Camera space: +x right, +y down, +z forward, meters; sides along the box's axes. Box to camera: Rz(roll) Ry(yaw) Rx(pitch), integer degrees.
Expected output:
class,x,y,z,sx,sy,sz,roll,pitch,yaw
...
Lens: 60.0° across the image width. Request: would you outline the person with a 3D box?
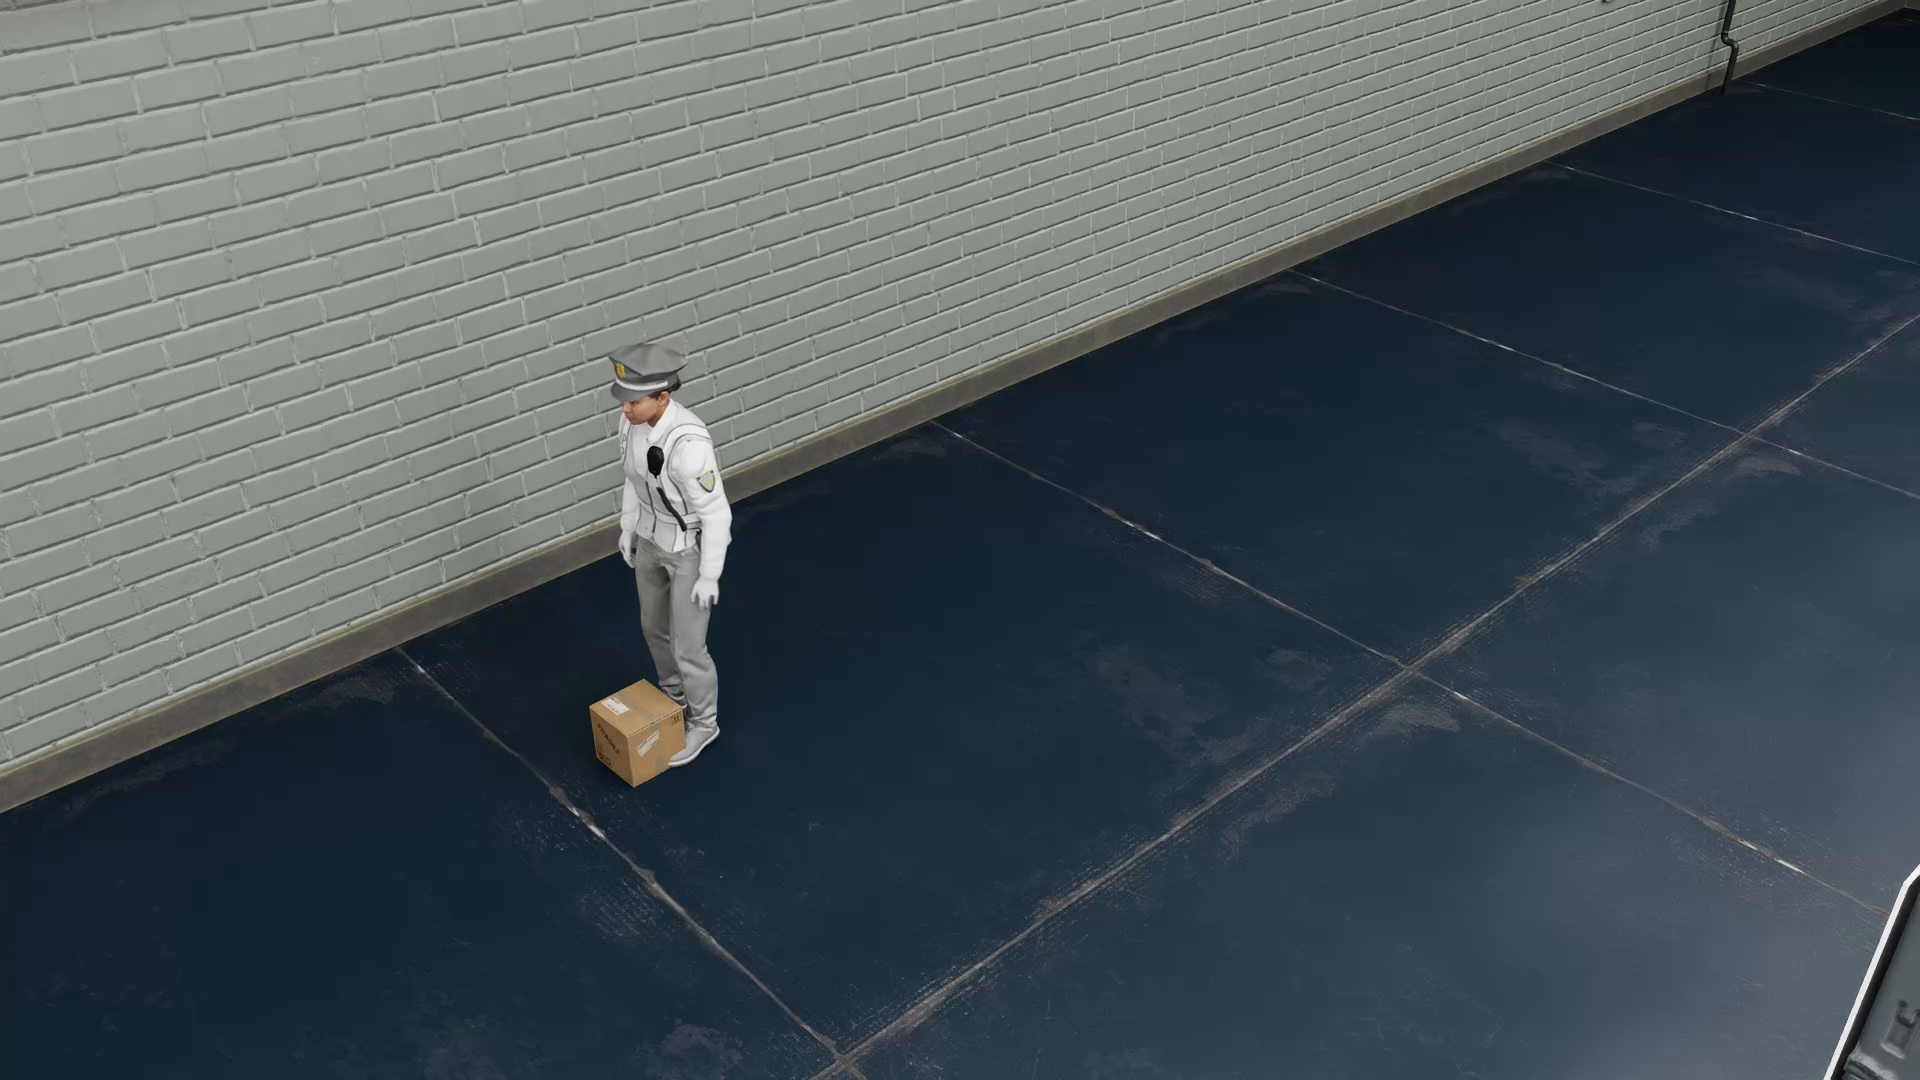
class,x,y,z,sx,sy,sz,roll,pitch,yaw
person,-1.053,0.050,6.048,0.547,1.667,0.408,27,41,36
